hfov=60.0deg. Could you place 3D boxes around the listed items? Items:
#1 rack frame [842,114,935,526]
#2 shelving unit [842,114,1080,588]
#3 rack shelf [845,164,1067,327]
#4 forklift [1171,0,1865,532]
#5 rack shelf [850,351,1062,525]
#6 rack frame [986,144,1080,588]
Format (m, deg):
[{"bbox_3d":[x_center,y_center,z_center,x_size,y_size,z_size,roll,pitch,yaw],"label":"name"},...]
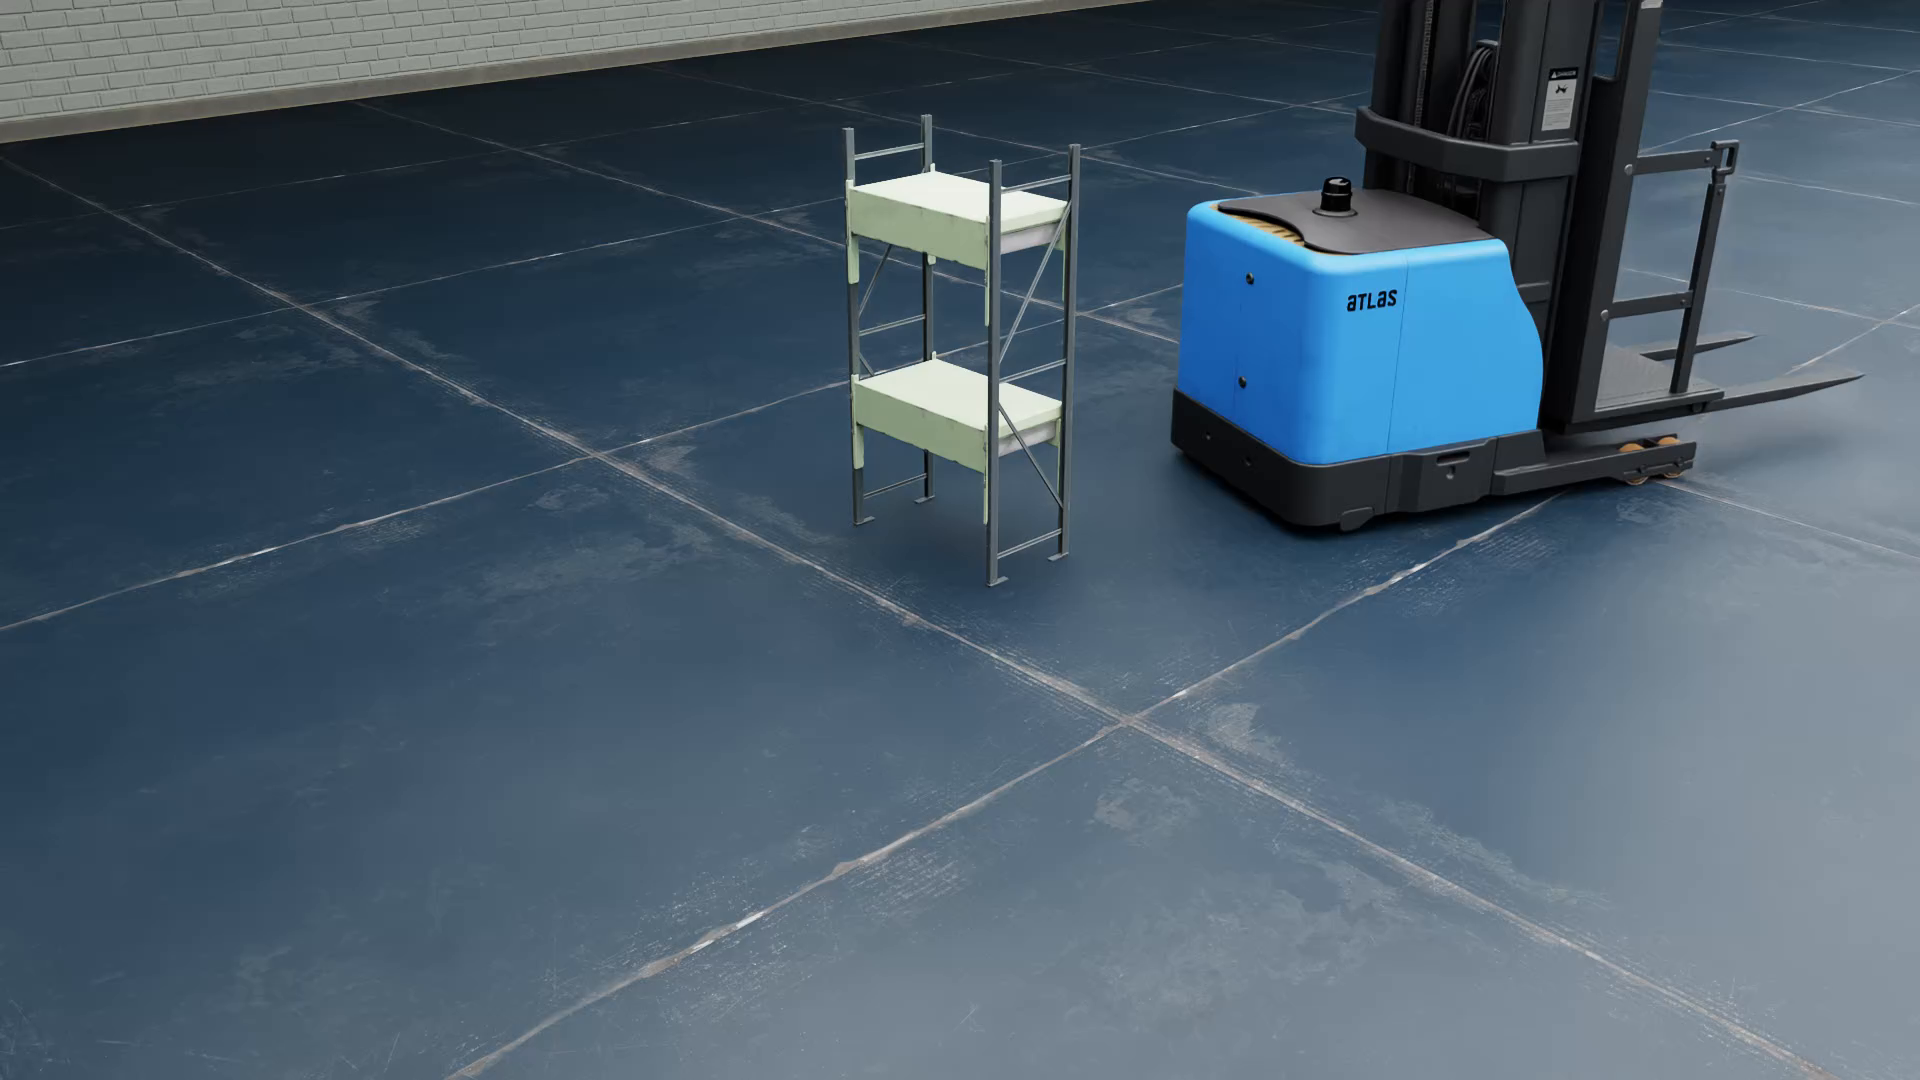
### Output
[{"bbox_3d":[-0.255,-0.795,6.186,0.400,1.500,0.023,-21,32,-38],"label":"rack frame"},{"bbox_3d":[-0.005,-0.684,5.943,0.431,1.500,0.755,-21,32,-38],"label":"shelving unit"},{"bbox_3d":[-0.005,-1.039,5.781,0.431,0.370,0.720,-21,32,-38],"label":"rack shelf"},{"bbox_3d":[2.453,-1.746,6.547,3.031,2.935,1.130,-10,26,-20],"label":"forklift"},{"bbox_3d":[-0.005,-0.388,6.078,0.431,0.370,0.720,-21,32,-38],"label":"rack shelf"},{"bbox_3d":[0.246,-0.573,5.700,0.400,1.500,0.023,-21,32,-38],"label":"rack frame"}]
